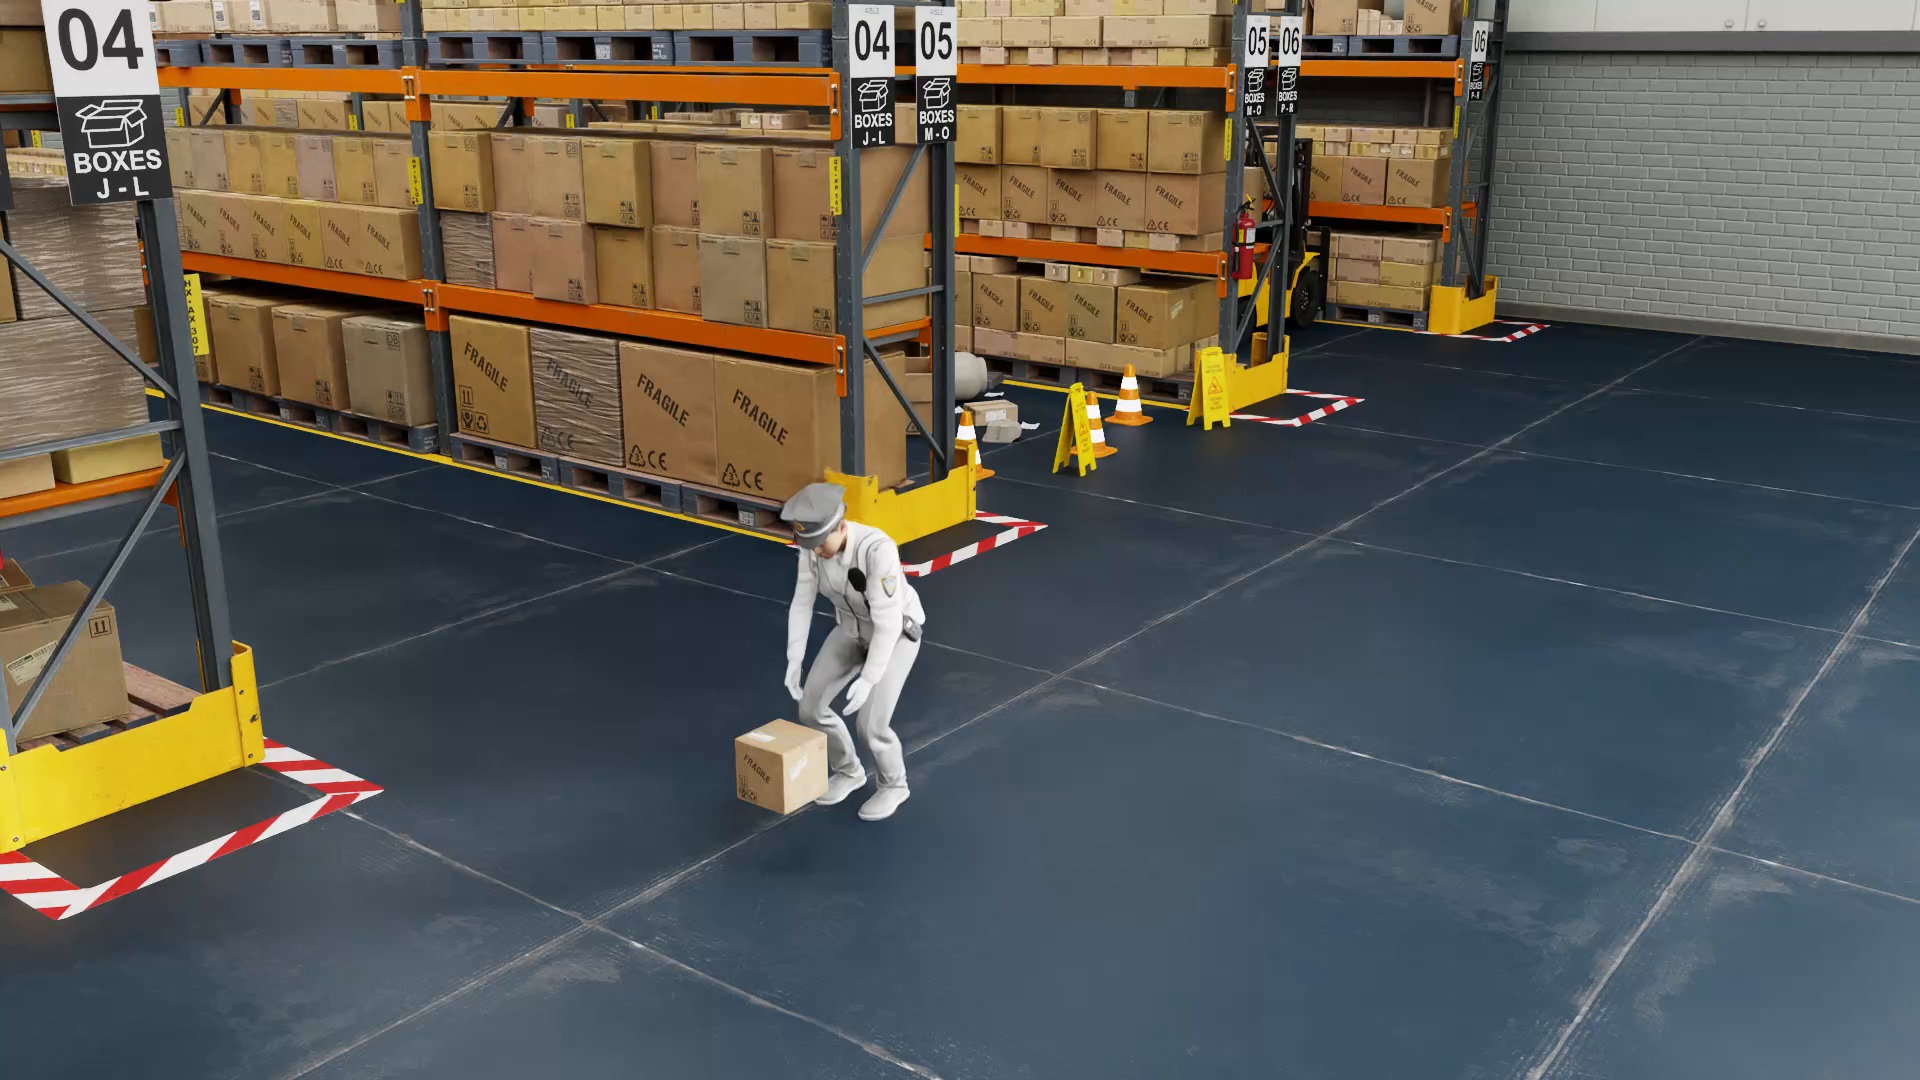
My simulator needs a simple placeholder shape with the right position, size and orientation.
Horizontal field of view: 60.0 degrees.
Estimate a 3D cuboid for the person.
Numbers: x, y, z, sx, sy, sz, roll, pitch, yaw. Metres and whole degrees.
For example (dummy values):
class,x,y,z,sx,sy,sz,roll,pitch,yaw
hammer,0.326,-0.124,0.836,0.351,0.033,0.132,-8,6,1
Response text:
class,x,y,z,sx,sy,sz,roll,pitch,yaw
person,-0.414,0.429,6.585,0.535,1.399,0.691,12,21,35
